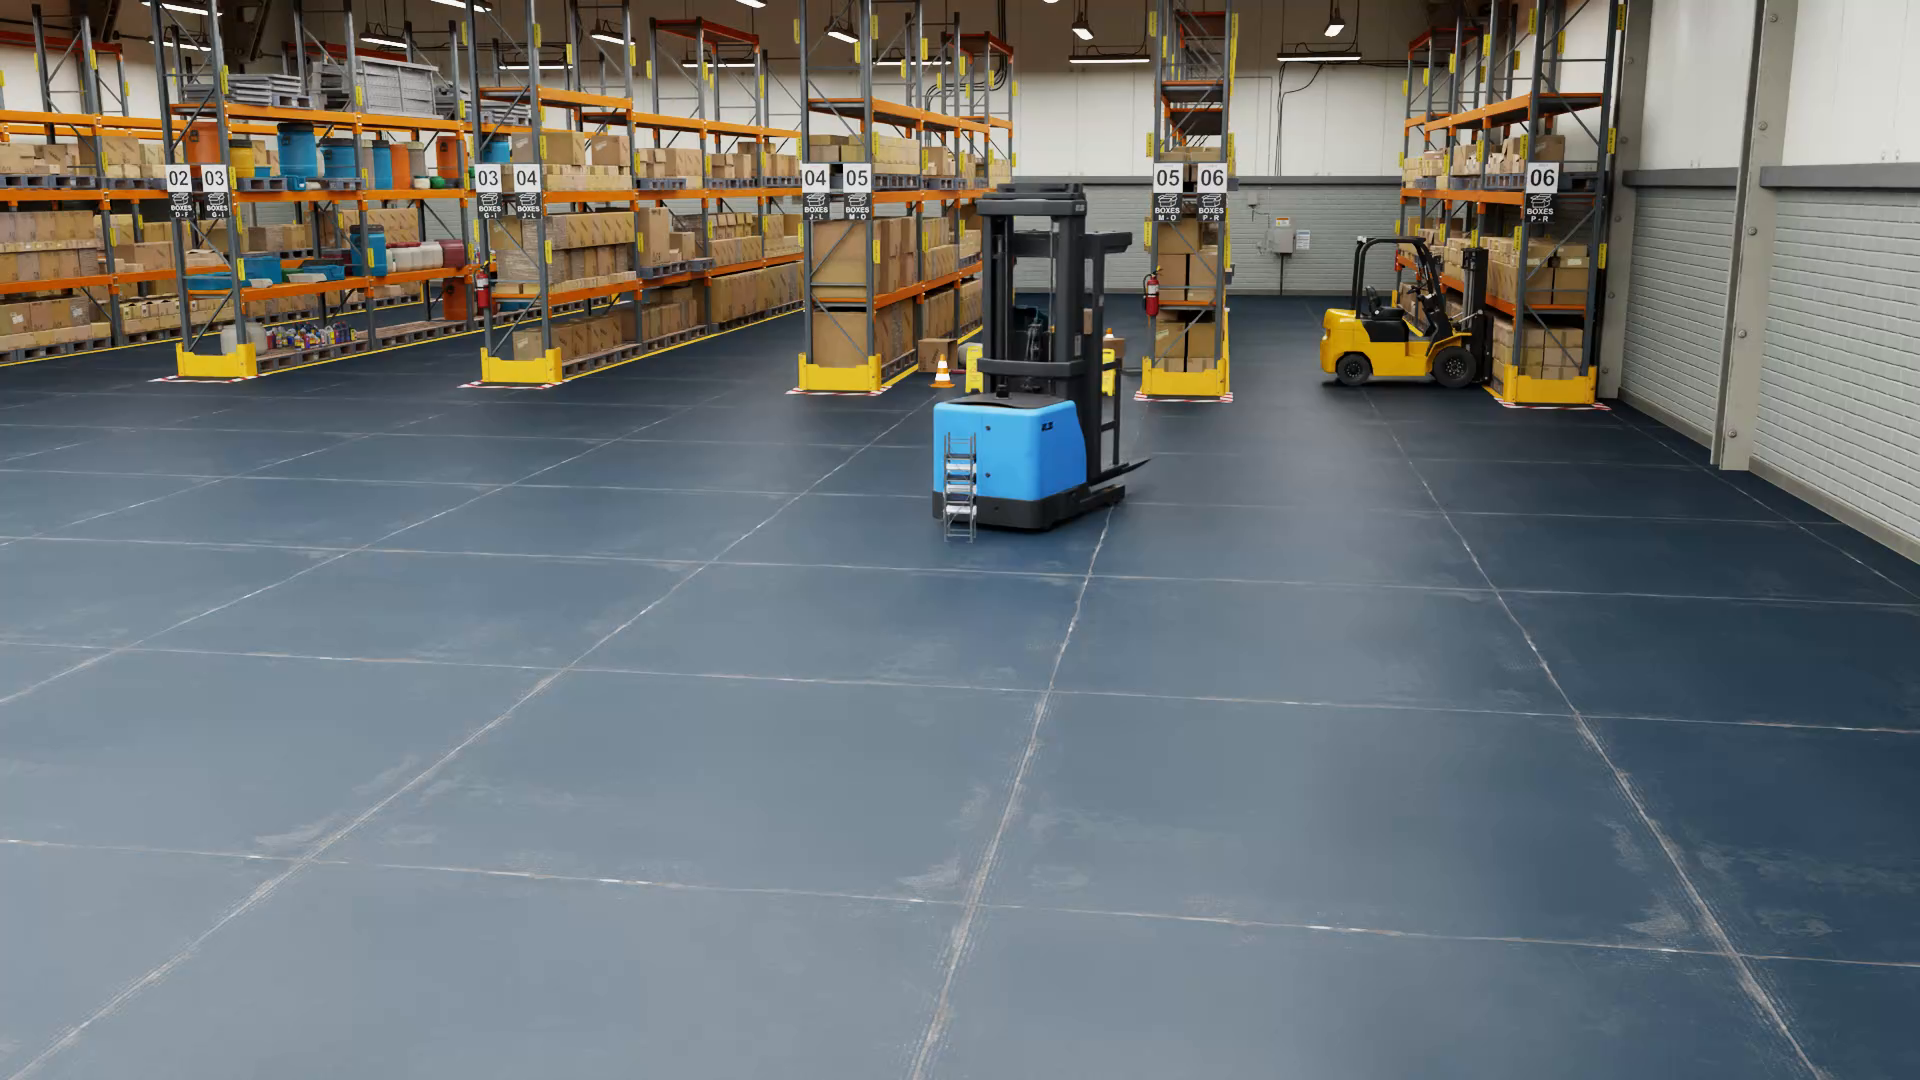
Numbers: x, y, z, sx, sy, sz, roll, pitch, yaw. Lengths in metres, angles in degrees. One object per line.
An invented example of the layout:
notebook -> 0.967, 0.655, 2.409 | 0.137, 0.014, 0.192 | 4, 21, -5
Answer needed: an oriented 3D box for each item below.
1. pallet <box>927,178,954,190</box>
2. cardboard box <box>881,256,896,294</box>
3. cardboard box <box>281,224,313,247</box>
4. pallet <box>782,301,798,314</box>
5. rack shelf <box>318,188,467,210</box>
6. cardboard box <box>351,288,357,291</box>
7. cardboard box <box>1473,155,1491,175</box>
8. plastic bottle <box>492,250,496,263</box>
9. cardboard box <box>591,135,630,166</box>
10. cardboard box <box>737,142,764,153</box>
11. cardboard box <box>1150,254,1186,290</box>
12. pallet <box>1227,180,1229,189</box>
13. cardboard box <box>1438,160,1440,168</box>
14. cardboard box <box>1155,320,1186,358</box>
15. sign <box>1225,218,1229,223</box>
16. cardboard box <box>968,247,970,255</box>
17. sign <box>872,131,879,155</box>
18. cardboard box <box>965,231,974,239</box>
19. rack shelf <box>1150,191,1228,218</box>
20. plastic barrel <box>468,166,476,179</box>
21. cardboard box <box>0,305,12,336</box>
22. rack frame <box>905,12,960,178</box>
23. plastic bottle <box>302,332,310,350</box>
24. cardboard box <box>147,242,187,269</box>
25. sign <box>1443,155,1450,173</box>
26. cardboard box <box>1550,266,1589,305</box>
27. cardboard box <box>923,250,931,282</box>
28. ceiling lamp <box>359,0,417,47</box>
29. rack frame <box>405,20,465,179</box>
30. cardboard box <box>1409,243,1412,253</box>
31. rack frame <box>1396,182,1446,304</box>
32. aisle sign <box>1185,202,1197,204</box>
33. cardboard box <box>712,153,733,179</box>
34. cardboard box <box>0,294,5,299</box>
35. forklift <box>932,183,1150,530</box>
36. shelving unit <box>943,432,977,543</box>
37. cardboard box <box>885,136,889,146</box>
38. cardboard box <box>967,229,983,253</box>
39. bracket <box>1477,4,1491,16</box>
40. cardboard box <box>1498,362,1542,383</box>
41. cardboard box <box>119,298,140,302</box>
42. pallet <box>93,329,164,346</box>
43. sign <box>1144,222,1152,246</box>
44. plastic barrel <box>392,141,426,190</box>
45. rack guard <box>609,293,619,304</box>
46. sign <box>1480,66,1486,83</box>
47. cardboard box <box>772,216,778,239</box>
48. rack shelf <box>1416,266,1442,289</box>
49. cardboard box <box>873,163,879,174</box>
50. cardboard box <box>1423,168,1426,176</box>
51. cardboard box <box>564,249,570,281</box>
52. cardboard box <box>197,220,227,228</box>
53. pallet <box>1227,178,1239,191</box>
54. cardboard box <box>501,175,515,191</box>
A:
pallet -> -0.724, -6.343, 29.632 | 1.003, 0.211, 1.213 | 2, 12, 11
cardboard box -> -1.453, -4.052, 25.317 | 0.875, 0.550, 0.550 | 2, 12, 9
cardboard box -> -14.861, -6.836, 37.360 | 0.700, 0.500, 0.500 | -2, 12, -10
pallet -> -4.399, -5.399, 38.544 | 1.003, 0.211, 1.213 | 2, 12, 9
rack shelf -> -10.596, -6.378, 31.055 | 1.077, 0.370, 4.000 | 2, 12, 9
cardboard box -> -14.644, -5.858, 39.393 | 0.500, 0.311, 0.500 | 2, 12, 9
cardboard box -> 8.559, -6.041, 26.760 | 0.500, 0.311, 0.500 | 1, 12, 7
plastic bottle -> -9.715, -5.912, 34.610 | 0.097, 0.271, 0.097 | 0, 12, 0
cardboard box -> -5.826, -6.489, 27.735 | 0.500, 0.500, 0.500 | 2, 12, 7
cardboard box -> -4.628, -8.683, 36.793 | 0.500, 0.250, 0.500 | 1, 12, 5
cardboard box -> 2.979, -3.849, 23.789 | 0.500, 0.500, 0.500 | 2, 12, 8
pallet -> 4.445, -6.708, 31.326 | 1.213, 0.211, 1.003 | 2, 12, 11
cardboard box -> 9.263, -7.122, 31.506 | 0.380, 0.149, 0.250 | 2, 12, 9
cardboard box -> 3.033, -2.935, 24.244 | 0.500, 0.500, 0.500 | 2, 12, 9
sign -> 5.551, -6.542, 34.670 | 0.100, 0.325, 0.005 | 2, 12, 9
cardboard box -> 0.003, -5.836, 33.555 | 0.380, 0.149, 0.250 | 1, 12, 7
sign -> -1.191, -5.585, 23.406 | 0.100, 0.325, 0.005 | 2, 12, 9
cardboard box -> 0.074, -6.238, 34.005 | 0.380, 0.149, 0.250 | 1, 12, 7
rack shelf -> 3.475, -5.063, 24.956 | 1.077, 0.370, 4.000 | 2, 12, 9
plastic barrel -> -9.898, -7.488, 33.872 | 0.294, 0.245, 0.294 | 0, 12, 0
cardboard box -> -16.035, -3.612, 27.382 | 0.500, 0.500, 0.500 | 2, 12, 9
rack frame -> -0.509, -8.270, 31.007 | 1.000, 3.000, 0.127 | 2, 12, 9
plastic bottle -> -10.879, -3.315, 27.659 | 0.061, 0.283, 0.133 | 2, 12, 10
cardboard box -> -15.424, -5.540, 32.341 | 0.500, 0.500, 0.500 | 1, 12, 6
sign -> 8.767, -6.775, 29.963 | 0.100, 0.325, 0.005 | 2, 12, 9
cardboard box -> 8.424, -3.515, 22.948 | 0.500, 0.500, 0.500 | 2, 12, 10
cardboard box -> -0.777, -4.654, 28.232 | 0.500, 0.500, 0.500 | 2, 12, 9
ceiling lamp -> -12.026, -12.197, 35.376 | 0.800, 3.185, 2.000 | 2, 12, 9
rack frame -> -10.288, -8.612, 32.595 | 1.000, 3.000, 0.127 | 2, 12, 9
cardboard box -> 9.908, -6.265, 35.592 | 0.500, 0.250, 0.500 | 2, 12, 8
rack frame -> 10.534, -6.703, 37.977 | 1.000, 3.000, 0.127 | 2, 12, 9
aisle sign -> 5.353, -8.158, 38.559 | 0.394, 0.787, 0.004 | 2, 12, 9
cardboard box -> -5.101, -7.667, 34.087 | 0.797, 0.503, 0.637 | 2, 12, 8
cardboard box -> -20.136, -4.842, 34.230 | 0.700, 0.500, 0.500 | 2, 12, 9
forklift -> 0.898, -1.785, 15.318 | 1.130, 2.935, 3.031 | 6, 14, 28
shelving unit -> 0.001, -0.442, 13.906 | 0.258, 0.900, 0.210 | 2, 12, 9
cardboard box -> -1.255, -5.877, 24.491 | 0.380, 0.149, 0.250 | 2, 12, 9
cardboard box -> 0.432, -6.459, 35.901 | 0.500, 0.500, 0.500 | 2, 12, 8
bracket -> 10.502, -10.604, 33.291 | 0.235, 0.232, 0.430 | 2, 12, 9
cardboard box -> 7.833, -2.342, 23.269 | 0.500, 0.250, 0.500 | 2, 12, 9
cardboard box -> -15.865, -4.449, 31.717 | 0.500, 0.311, 0.500 | 2, 12, 8
pallet -> -15.722, -3.800, 31.123 | 1.003, 0.211, 1.213 | 2, 12, 9
sign -> 2.622, -4.275, 23.212 | 0.100, 0.325, 0.005 | 2, 12, 9
plastic barrel -> -10.629, -7.227, 32.097 | 0.600, 0.901, 0.600 | 0, 12, 0
rack guard -> -9.067, -6.128, 41.243 | 1.175, 0.500, 0.348 | 2, 12, 9
sign -> 10.468, -9.320, 33.288 | 0.100, 0.325, 0.005 | 2, 12, 9
cardboard box -> -4.369, -6.984, 37.150 | 0.500, 0.500, 0.500 | 2, 12, 9
rack shelf -> 9.611, -5.102, 32.257 | 1.077, 0.370, 4.000 | 2, 12, 9
cardboard box -> -1.369, -5.331, 23.850 | 0.380, 0.149, 0.250 | 2, 12, 9
cardboard box -> 9.340, -7.260, 32.804 | 0.380, 0.149, 0.250 | 2, 12, 9
cardboard box -> -6.554, -4.269, 25.741 | 0.875, 0.500, 0.500 | 2, 12, 9
cardboard box -> -18.915, -7.706, 41.918 | 0.980, 0.700, 0.700 | 2, 12, 11
pallet -> 3.983, -5.865, 27.413 | 1.213, 0.211, 1.003 | 2, 12, 9
cardboard box -> -6.801, -5.355, 24.958 | 0.500, 0.250, 0.500 | 2, 12, 10
